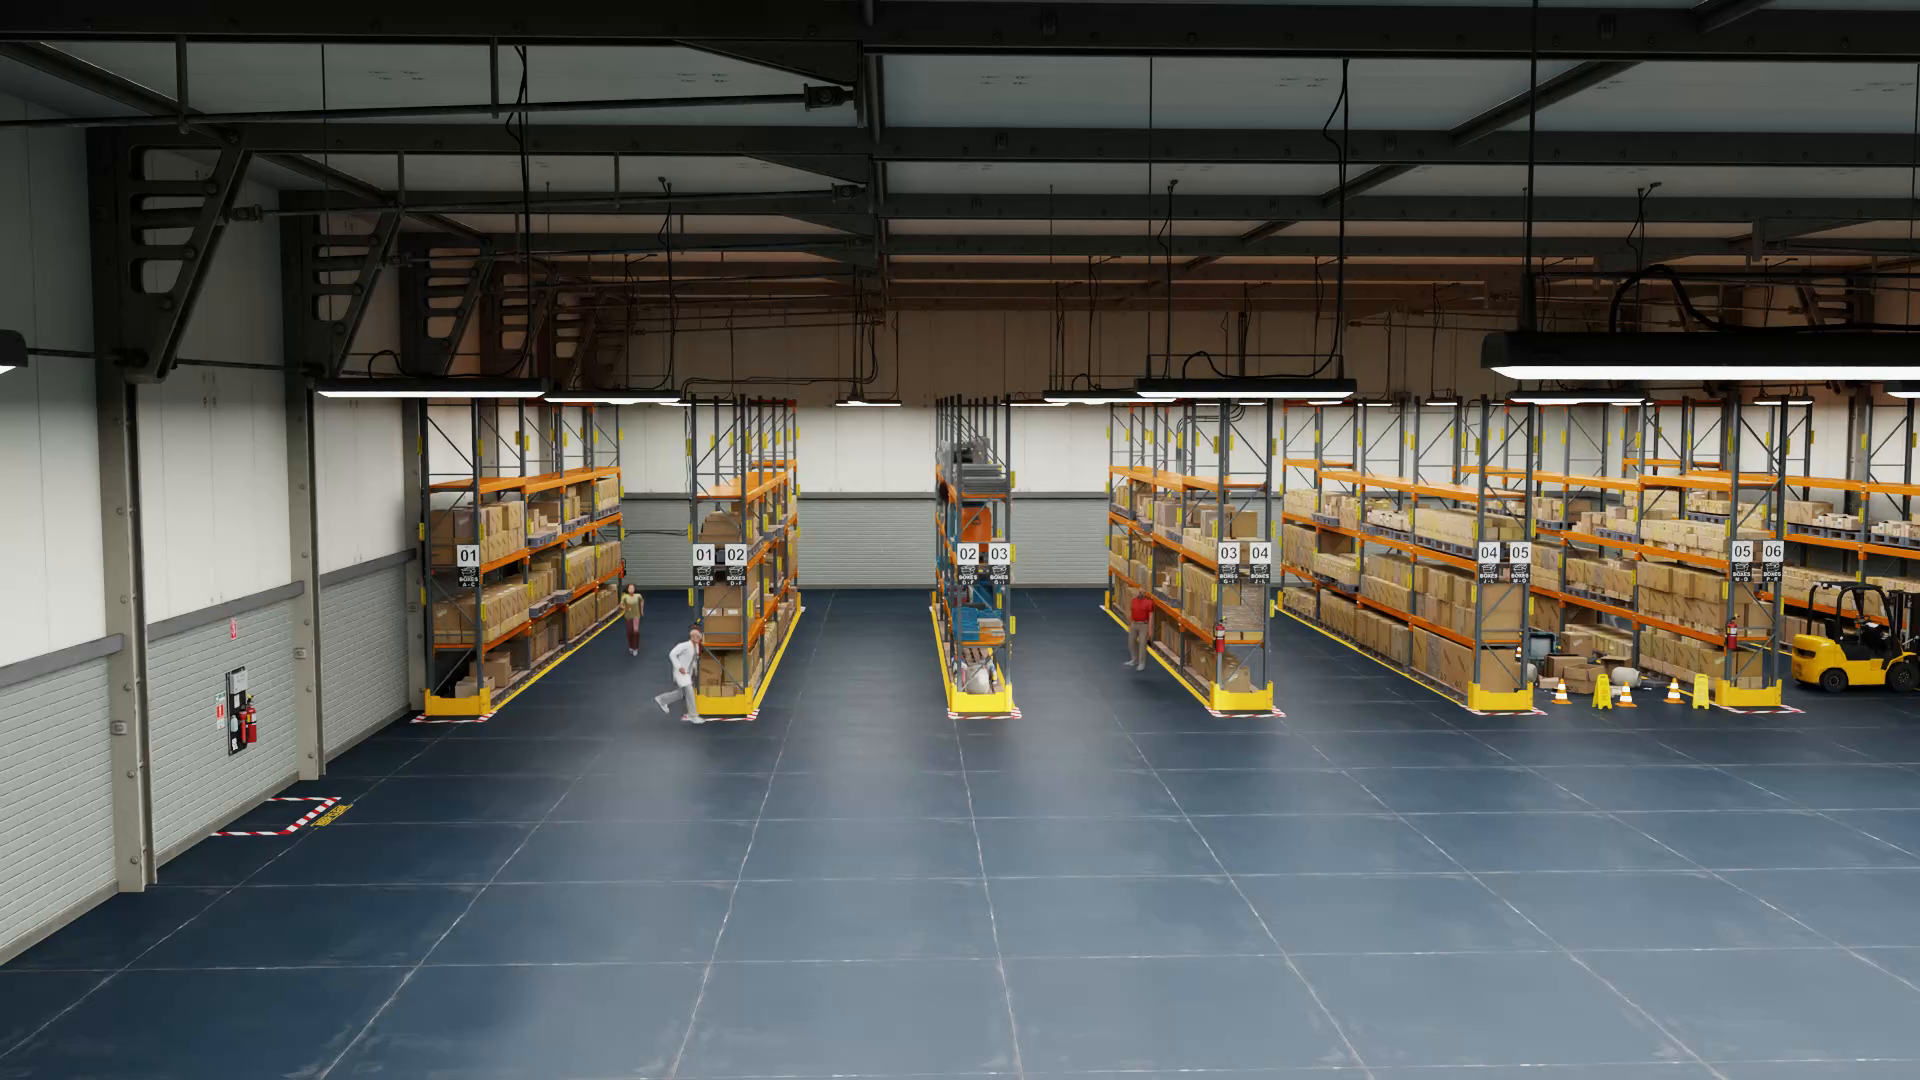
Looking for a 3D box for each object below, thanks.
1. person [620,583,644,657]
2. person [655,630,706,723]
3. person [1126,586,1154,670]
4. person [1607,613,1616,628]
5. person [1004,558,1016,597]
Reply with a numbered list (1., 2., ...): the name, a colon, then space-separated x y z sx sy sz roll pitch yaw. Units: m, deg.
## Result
1. person: -7.625 1.851 38.642 0.522 1.713 0.804 -1 5 -8
2. person: -5.160 2.492 30.475 1.048 1.740 0.731 2 5 28
3. person: 3.772 1.843 34.911 0.654 1.767 0.489 3 5 31
4. person: 16.610 1.483 42.902 0.713 1.734 0.984 -1 5 -7
5. person: 1.352 0.846 50.673 0.834 1.828 0.655 2 5 21
